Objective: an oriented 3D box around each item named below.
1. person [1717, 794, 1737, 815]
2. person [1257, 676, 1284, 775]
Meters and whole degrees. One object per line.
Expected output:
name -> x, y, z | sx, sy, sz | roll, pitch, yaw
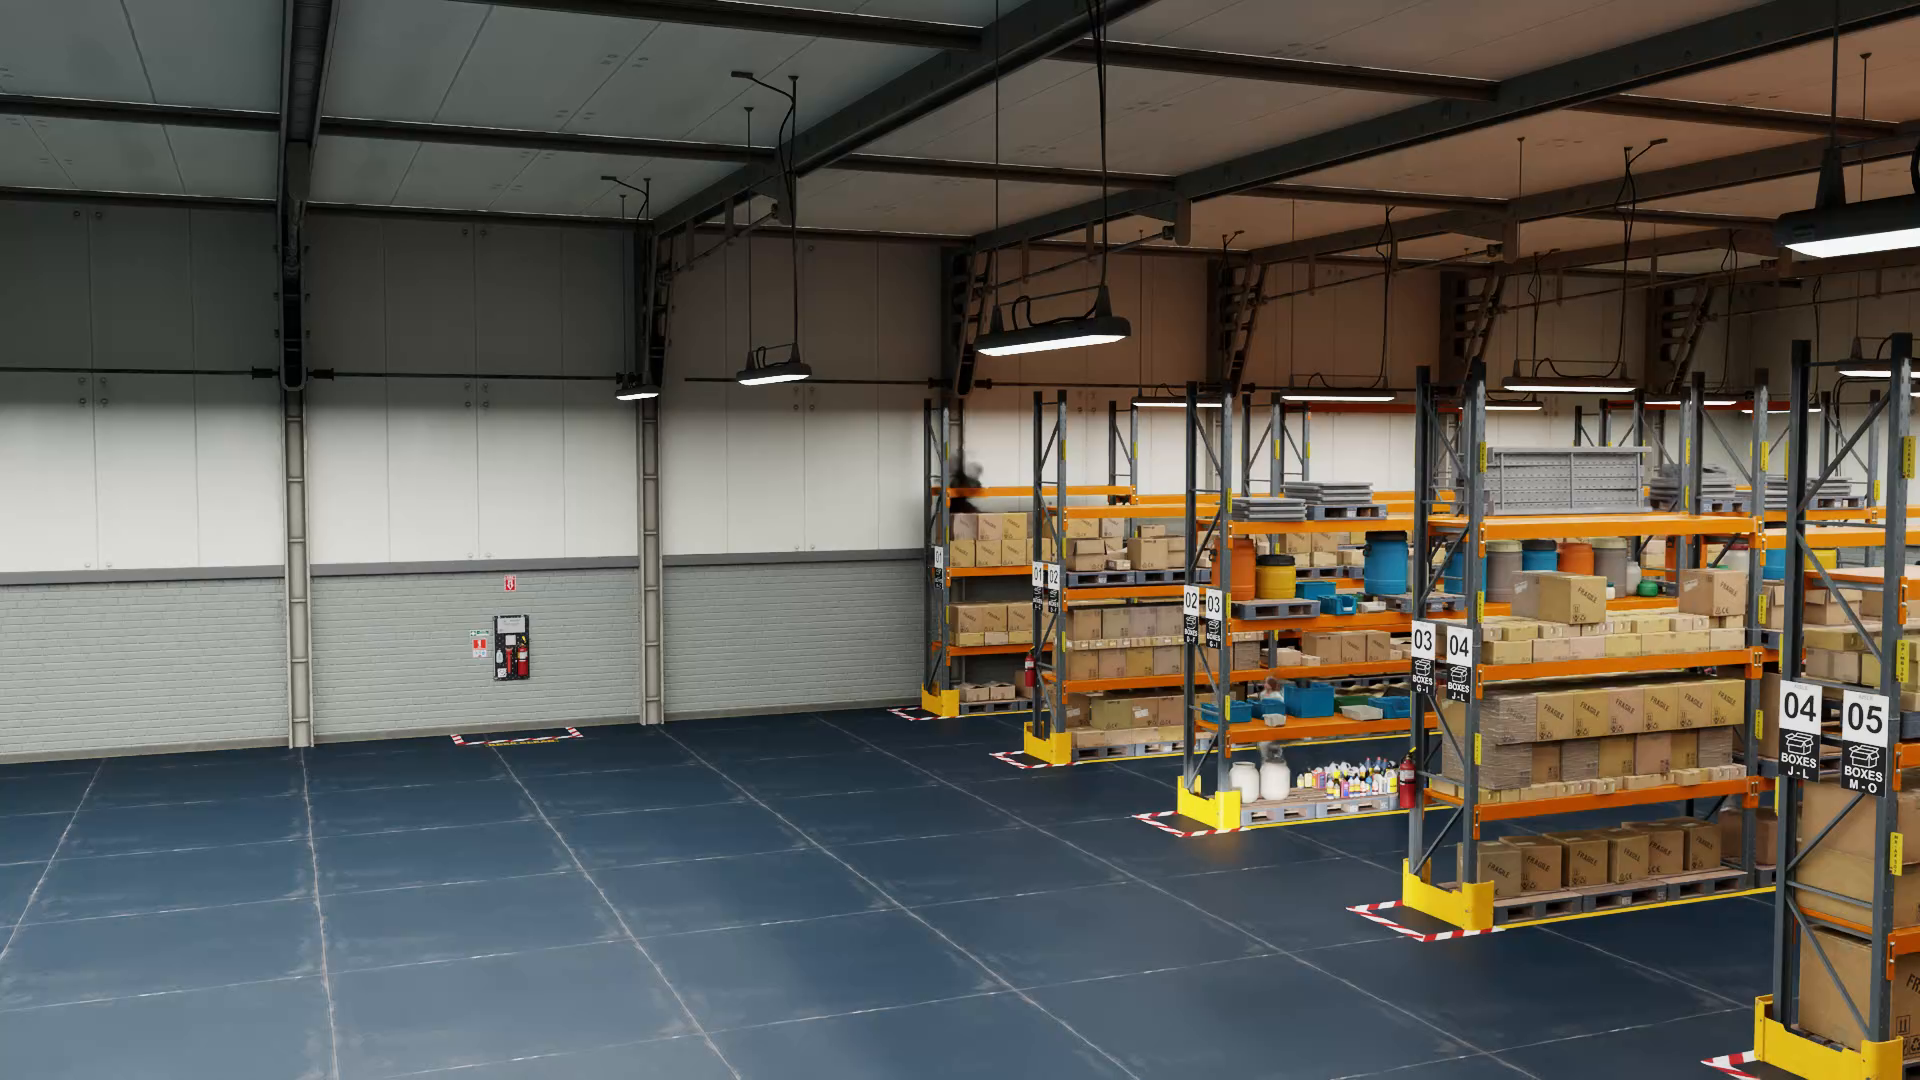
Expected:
person -> 10.805, 2.942, 23.170 | 0.722, 1.746, 0.712 | -2, 4, -31
person -> 4.812, 2.878, 25.690 | 0.651, 1.565, 0.536 | -3, 4, -38
